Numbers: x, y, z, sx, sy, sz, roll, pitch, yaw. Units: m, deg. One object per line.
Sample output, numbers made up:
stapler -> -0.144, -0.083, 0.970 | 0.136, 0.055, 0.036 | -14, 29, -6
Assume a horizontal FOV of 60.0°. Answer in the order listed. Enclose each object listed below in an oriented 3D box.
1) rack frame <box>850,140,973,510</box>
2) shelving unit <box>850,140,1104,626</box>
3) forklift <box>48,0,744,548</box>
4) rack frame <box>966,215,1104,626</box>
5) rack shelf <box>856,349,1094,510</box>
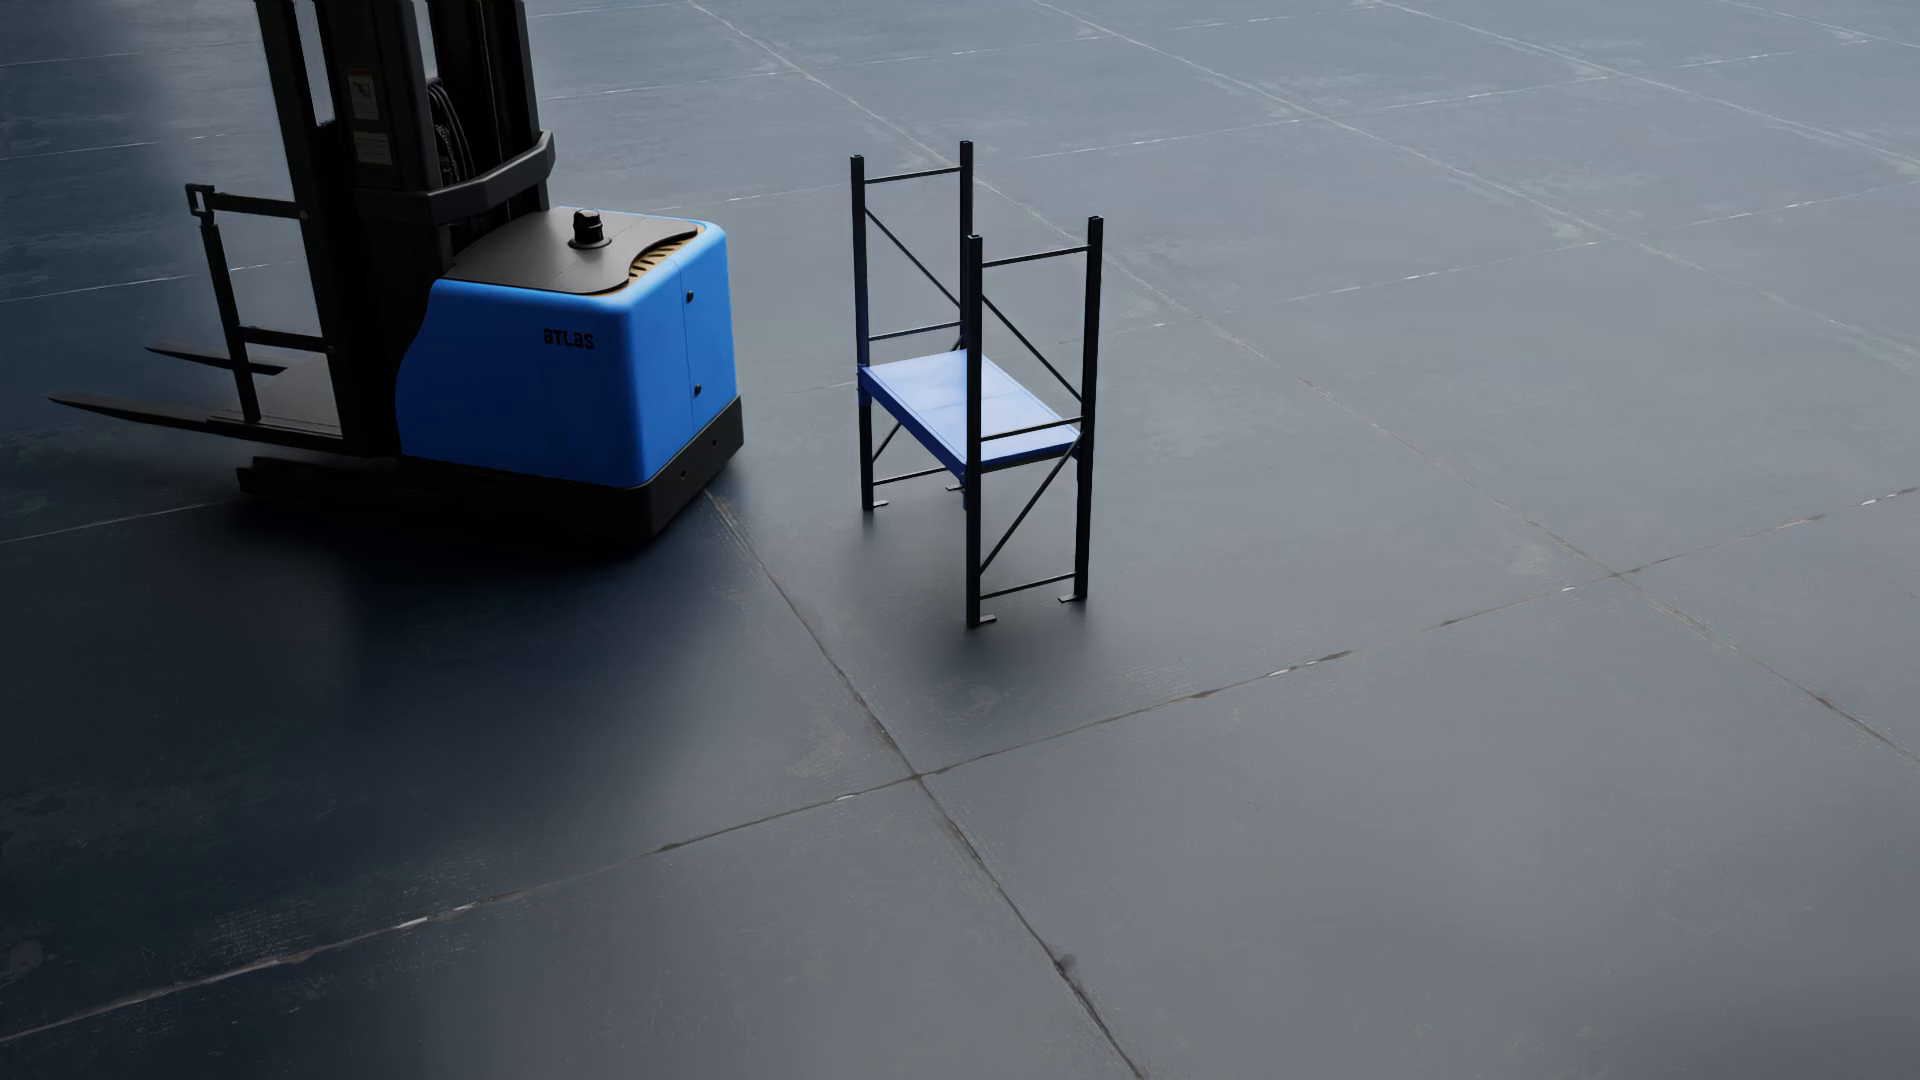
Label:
rack frame -> -0.182, -0.841, 6.716 | 0.500, 1.500, 0.032 | -13, 32, -22
shelving unit -> 0.037, -0.616, 6.316 | 0.538, 1.500, 1.048 | -13, 32, -22
forklift -> -2.533, -1.655, 6.704 | 3.031, 2.935, 1.130 | 9, 30, 15
rack frame -> 0.255, -0.392, 5.916 | 0.500, 1.500, 0.032 | -13, 32, -22
rack shelf -> 0.037, -0.460, 6.404 | 0.538, 0.185, 1.000 | -13, 32, -22
